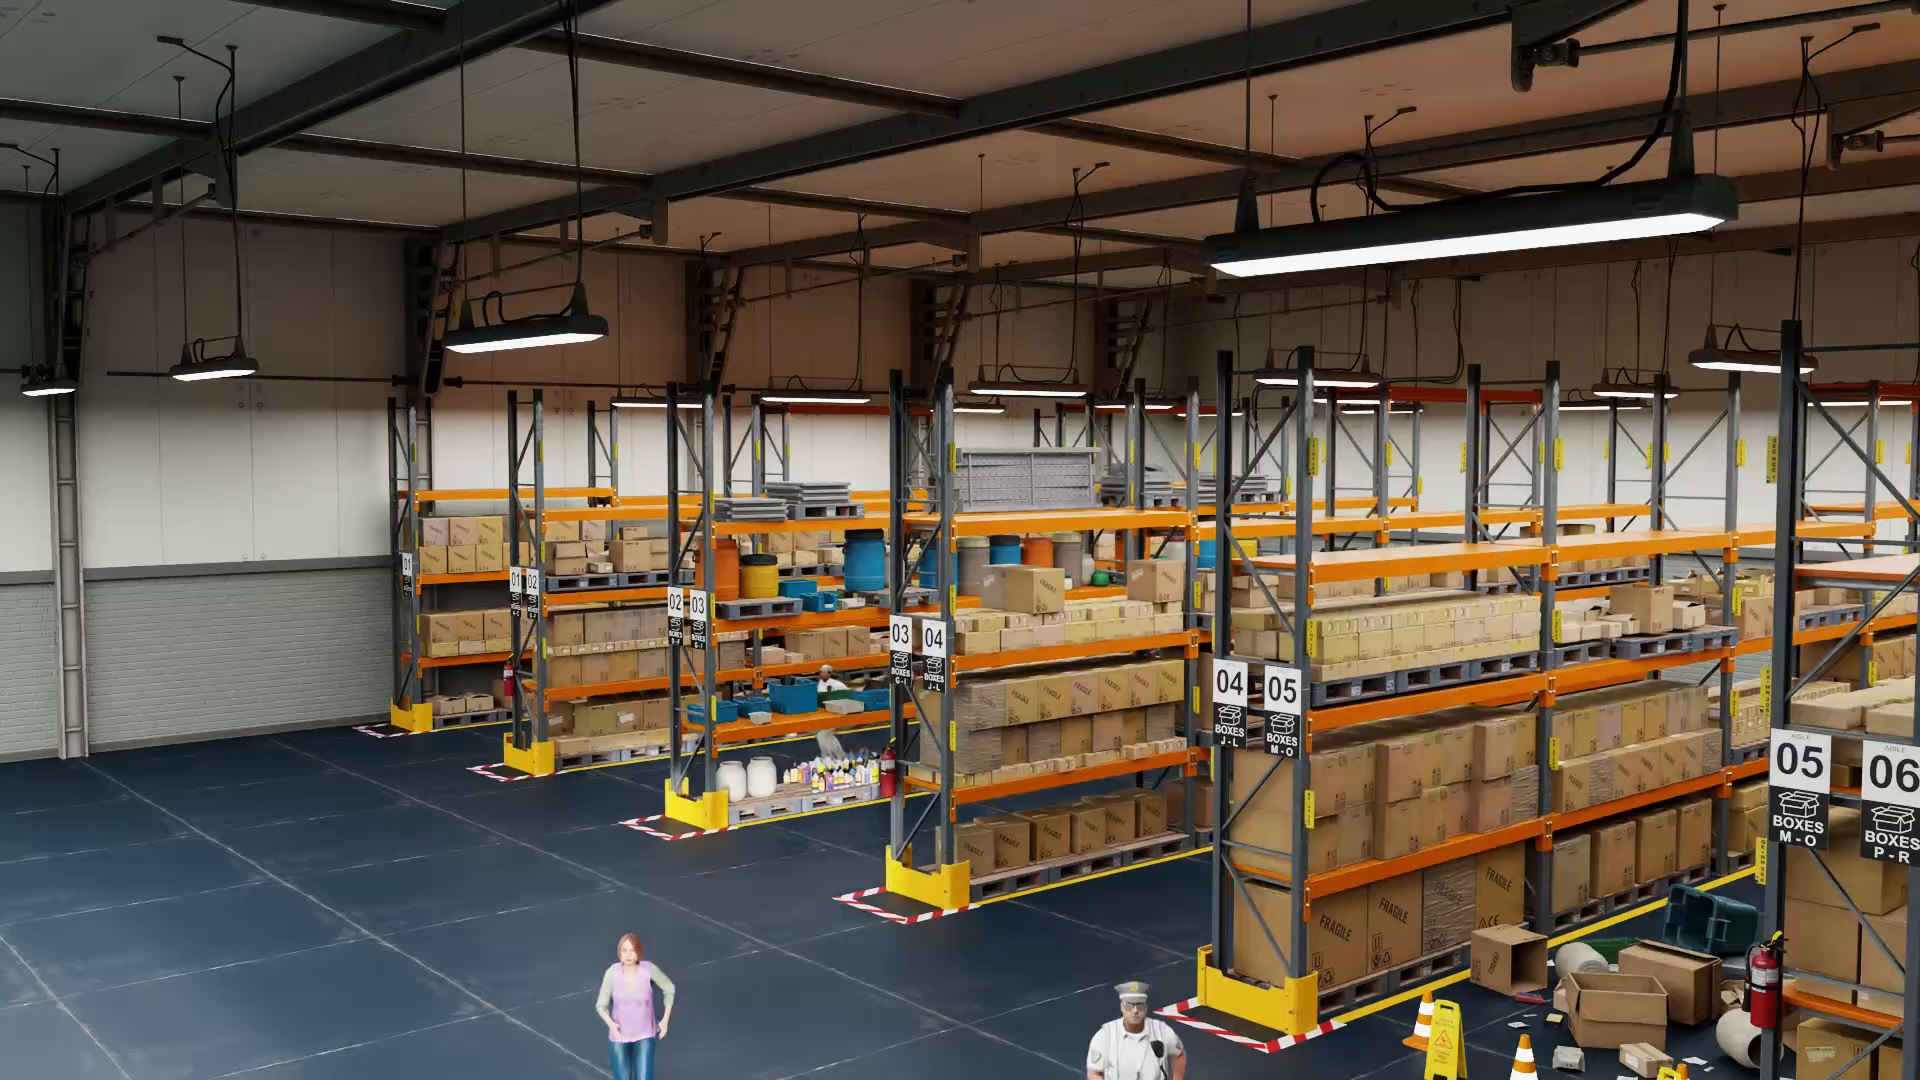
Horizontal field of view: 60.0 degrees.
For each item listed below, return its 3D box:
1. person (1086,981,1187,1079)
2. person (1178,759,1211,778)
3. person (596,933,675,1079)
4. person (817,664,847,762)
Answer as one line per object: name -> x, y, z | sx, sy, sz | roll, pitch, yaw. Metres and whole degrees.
person -> 1.110, 3.661, 10.544 | 0.623, 1.746, 0.648 | 0, 3, 5
person -> 3.422, 2.882, 24.222 | 0.940, 1.681, 0.611 | -3, 5, -43
person -> -2.387, 3.663, 12.203 | 0.566, 1.559, 0.545 | 0, 3, -5
person -> -2.081, 2.824, 26.287 | 0.744, 1.715, 0.587 | -3, 4, -40
